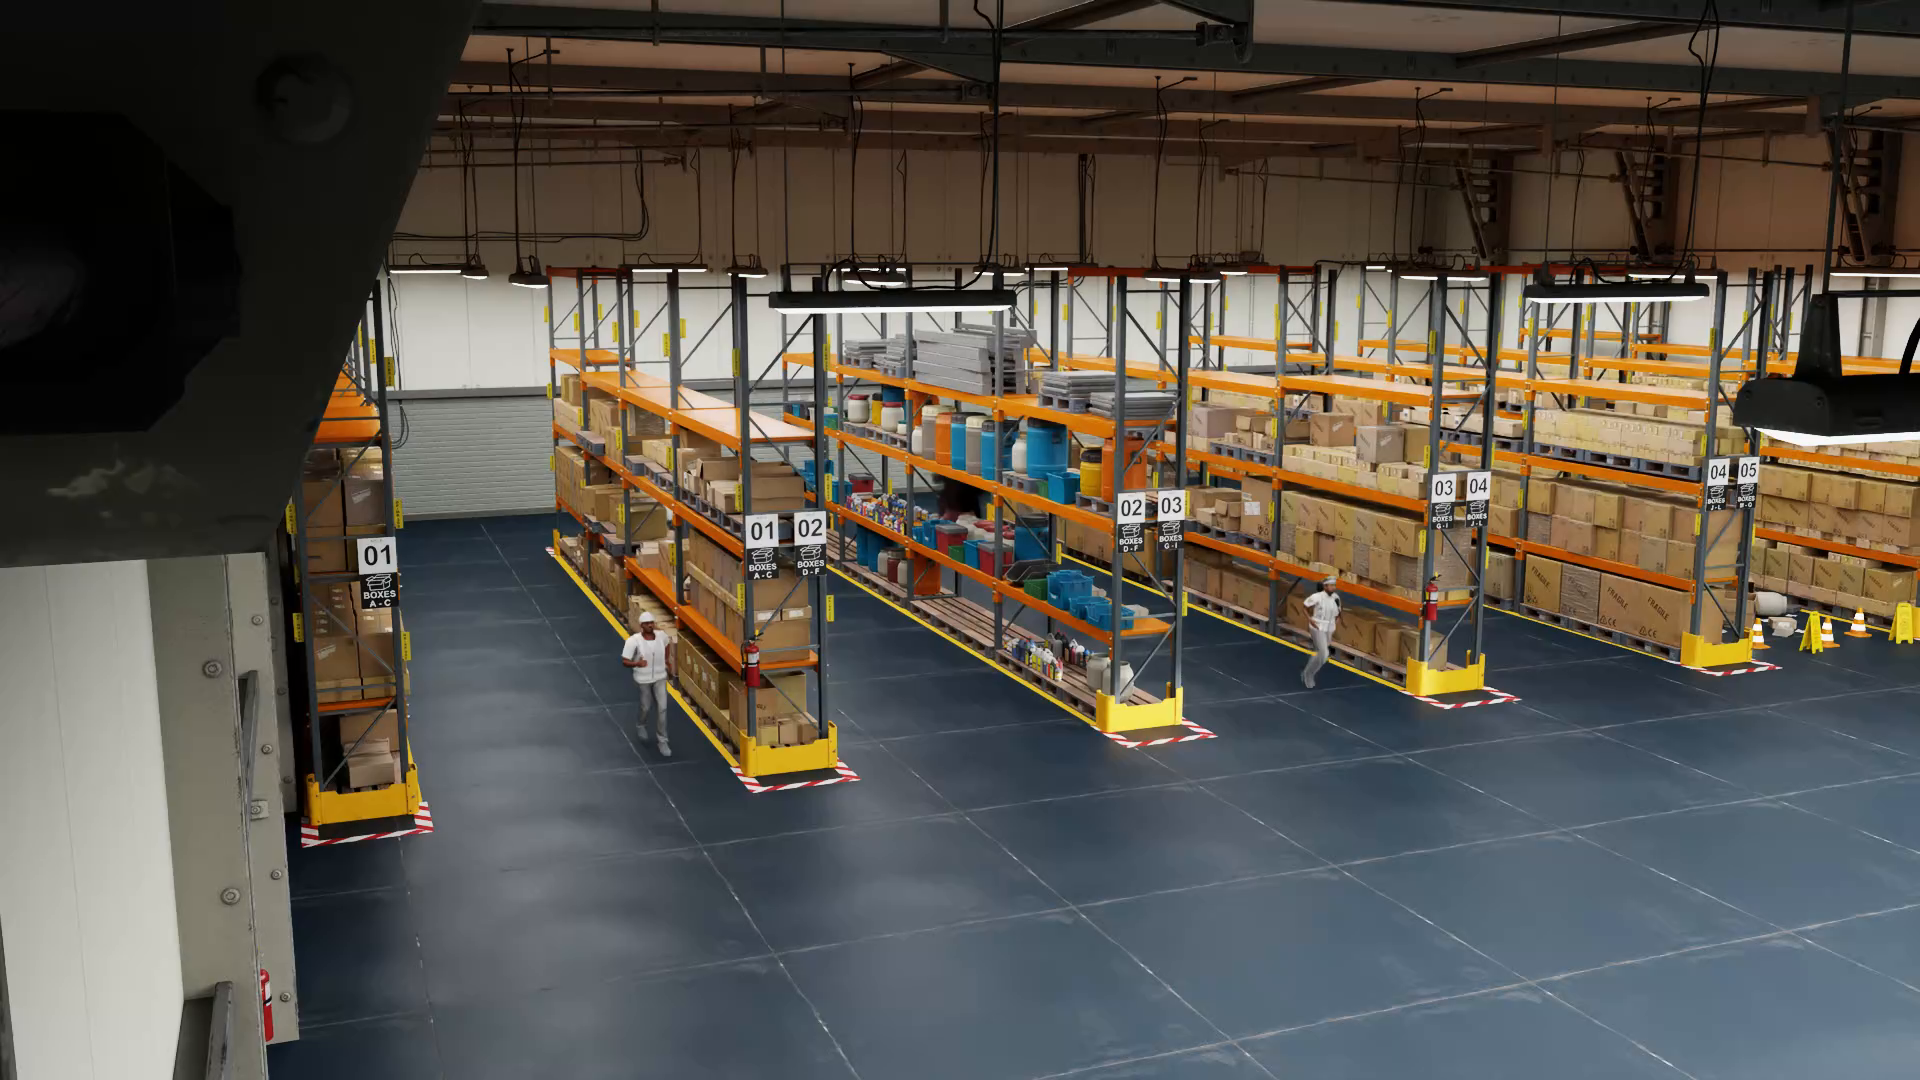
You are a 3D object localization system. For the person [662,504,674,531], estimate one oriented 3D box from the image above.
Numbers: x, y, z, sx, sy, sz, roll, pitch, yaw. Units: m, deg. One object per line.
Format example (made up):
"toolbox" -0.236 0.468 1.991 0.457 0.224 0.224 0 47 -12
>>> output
"person" -6.251 -0.666 35.474 1.002 1.741 0.717 9 14 43

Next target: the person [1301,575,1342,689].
"person" 5.303 1.333 24.253 0.572 1.699 0.608 -6 12 -30

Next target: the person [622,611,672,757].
"person" -3.958 1.787 21.180 0.694 1.785 0.925 -5 11 -25

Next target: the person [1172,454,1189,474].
"person" 5.486 -1.677 41.672 0.602 1.593 0.540 8 12 37
